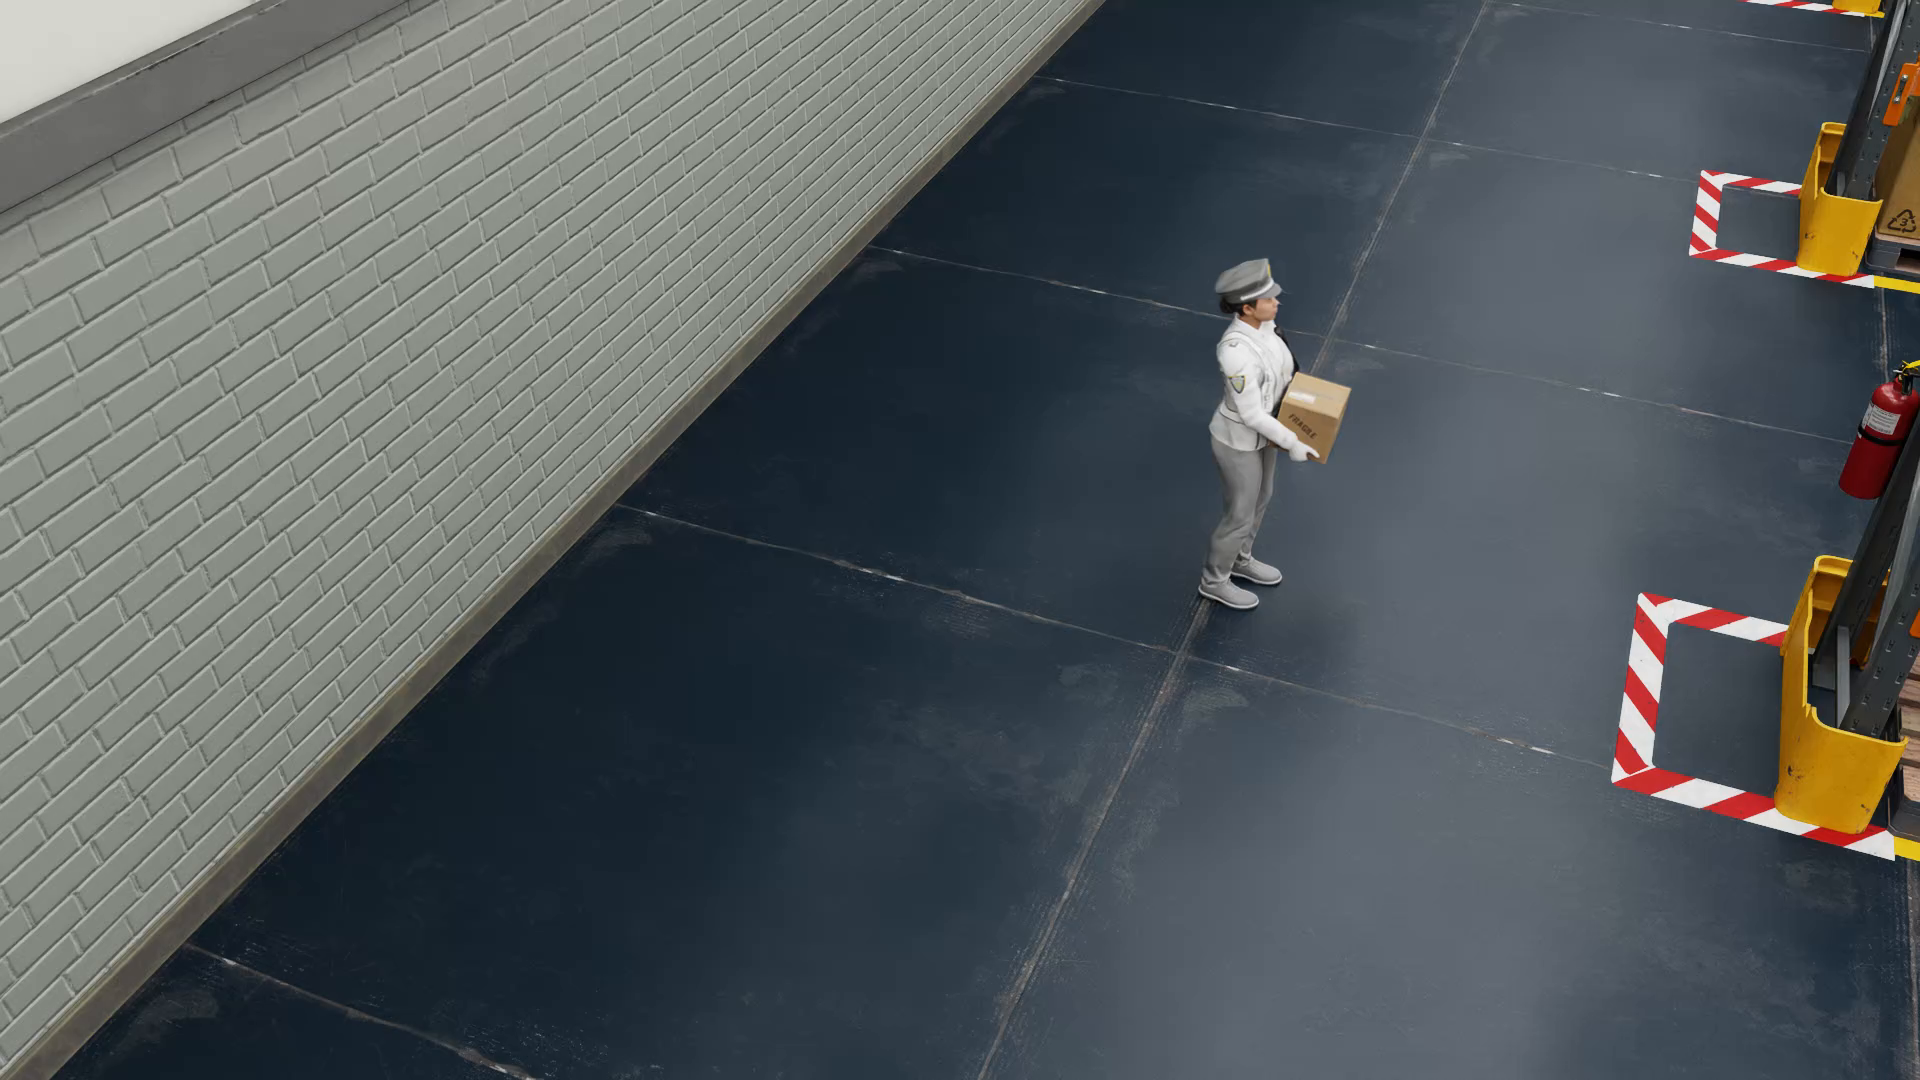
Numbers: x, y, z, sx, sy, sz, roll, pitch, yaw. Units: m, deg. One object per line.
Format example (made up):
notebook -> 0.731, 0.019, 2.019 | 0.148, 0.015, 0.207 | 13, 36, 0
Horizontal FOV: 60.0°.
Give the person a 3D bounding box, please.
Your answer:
person -> 1.338, -0.450, 7.379 | 0.564, 1.686, 0.460 | 14, 40, 18
